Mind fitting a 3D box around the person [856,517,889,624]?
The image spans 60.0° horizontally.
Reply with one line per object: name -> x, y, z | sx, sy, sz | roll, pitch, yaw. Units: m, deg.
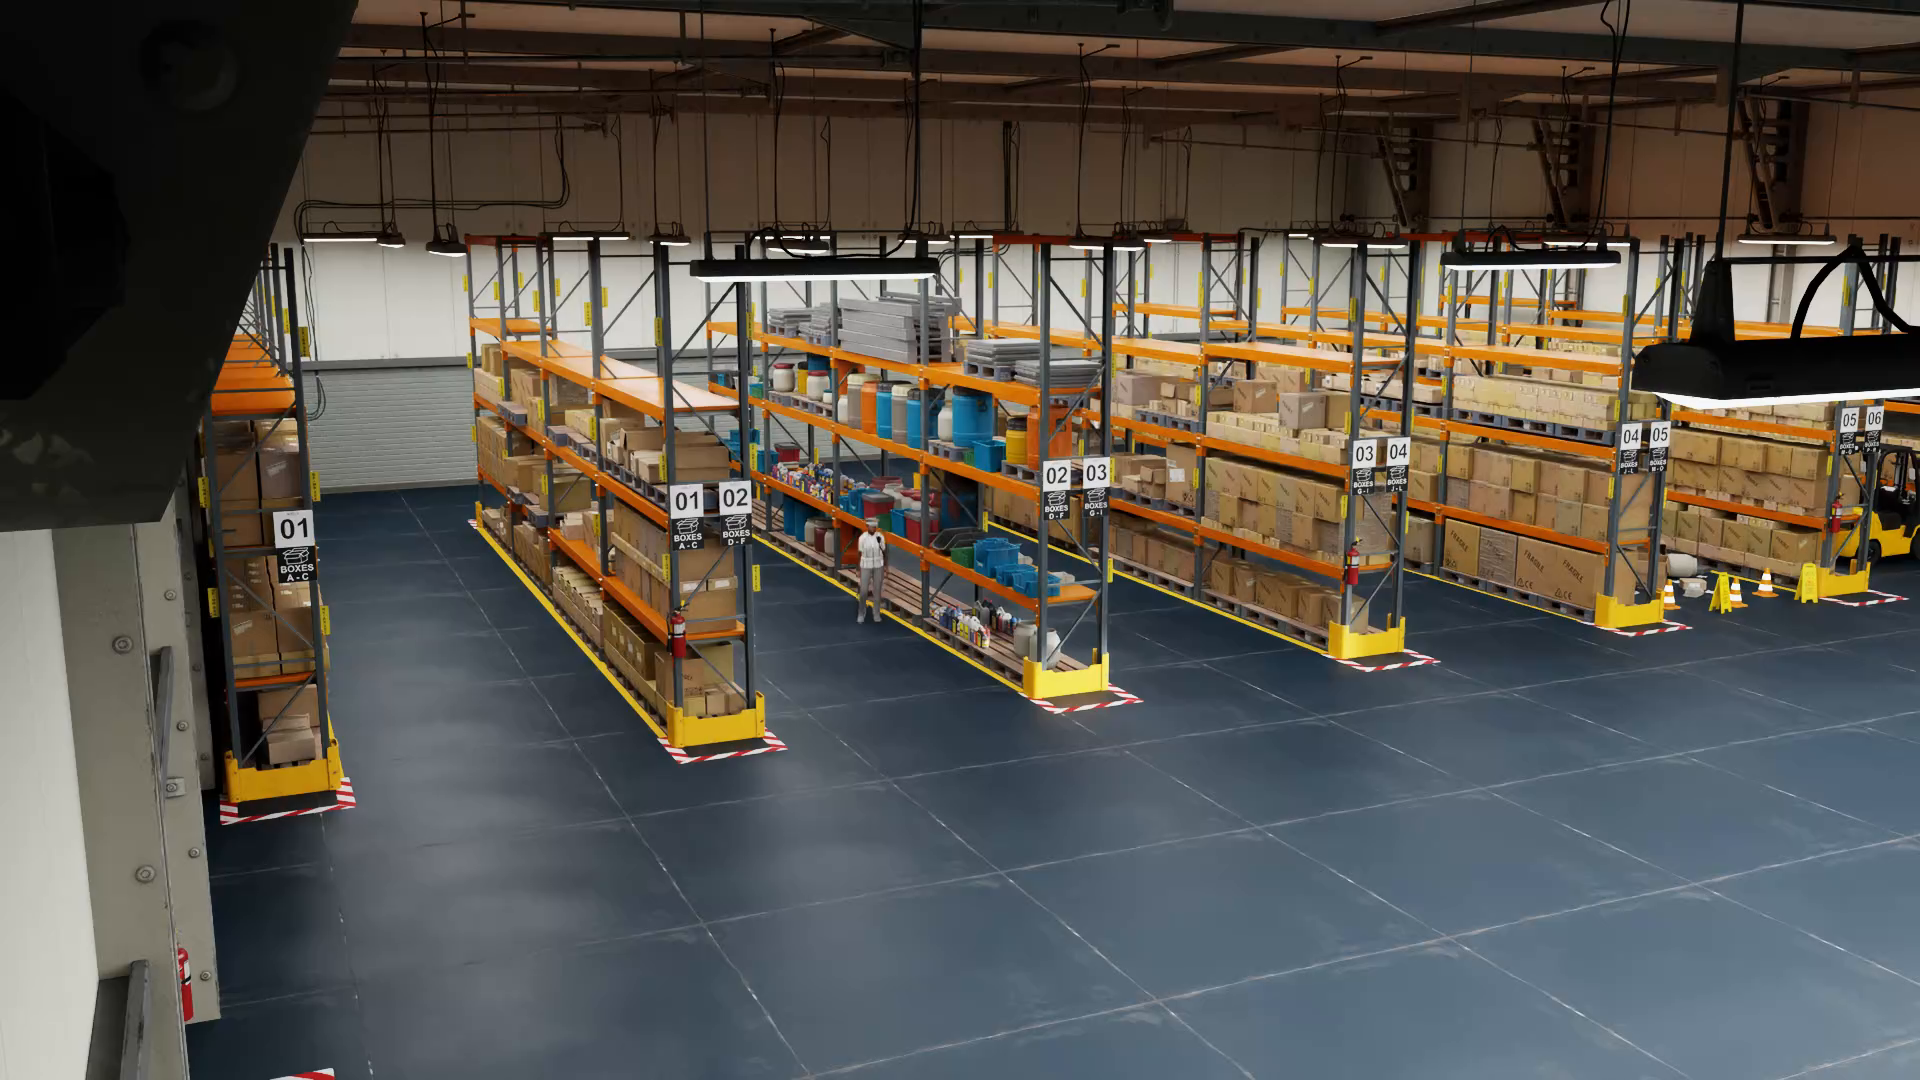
person -> -1.402, 0.472, 26.337 | 0.517, 1.699, 0.369 | -3, 11, -13

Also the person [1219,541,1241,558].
person -> 5.032, -0.455, 30.849 | 0.611, 1.799, 0.394 | 3, 12, 17

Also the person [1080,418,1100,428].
person -> 3.523, -3.109, 44.564 | 0.573, 1.805, 0.538 | -4, 12, -18
